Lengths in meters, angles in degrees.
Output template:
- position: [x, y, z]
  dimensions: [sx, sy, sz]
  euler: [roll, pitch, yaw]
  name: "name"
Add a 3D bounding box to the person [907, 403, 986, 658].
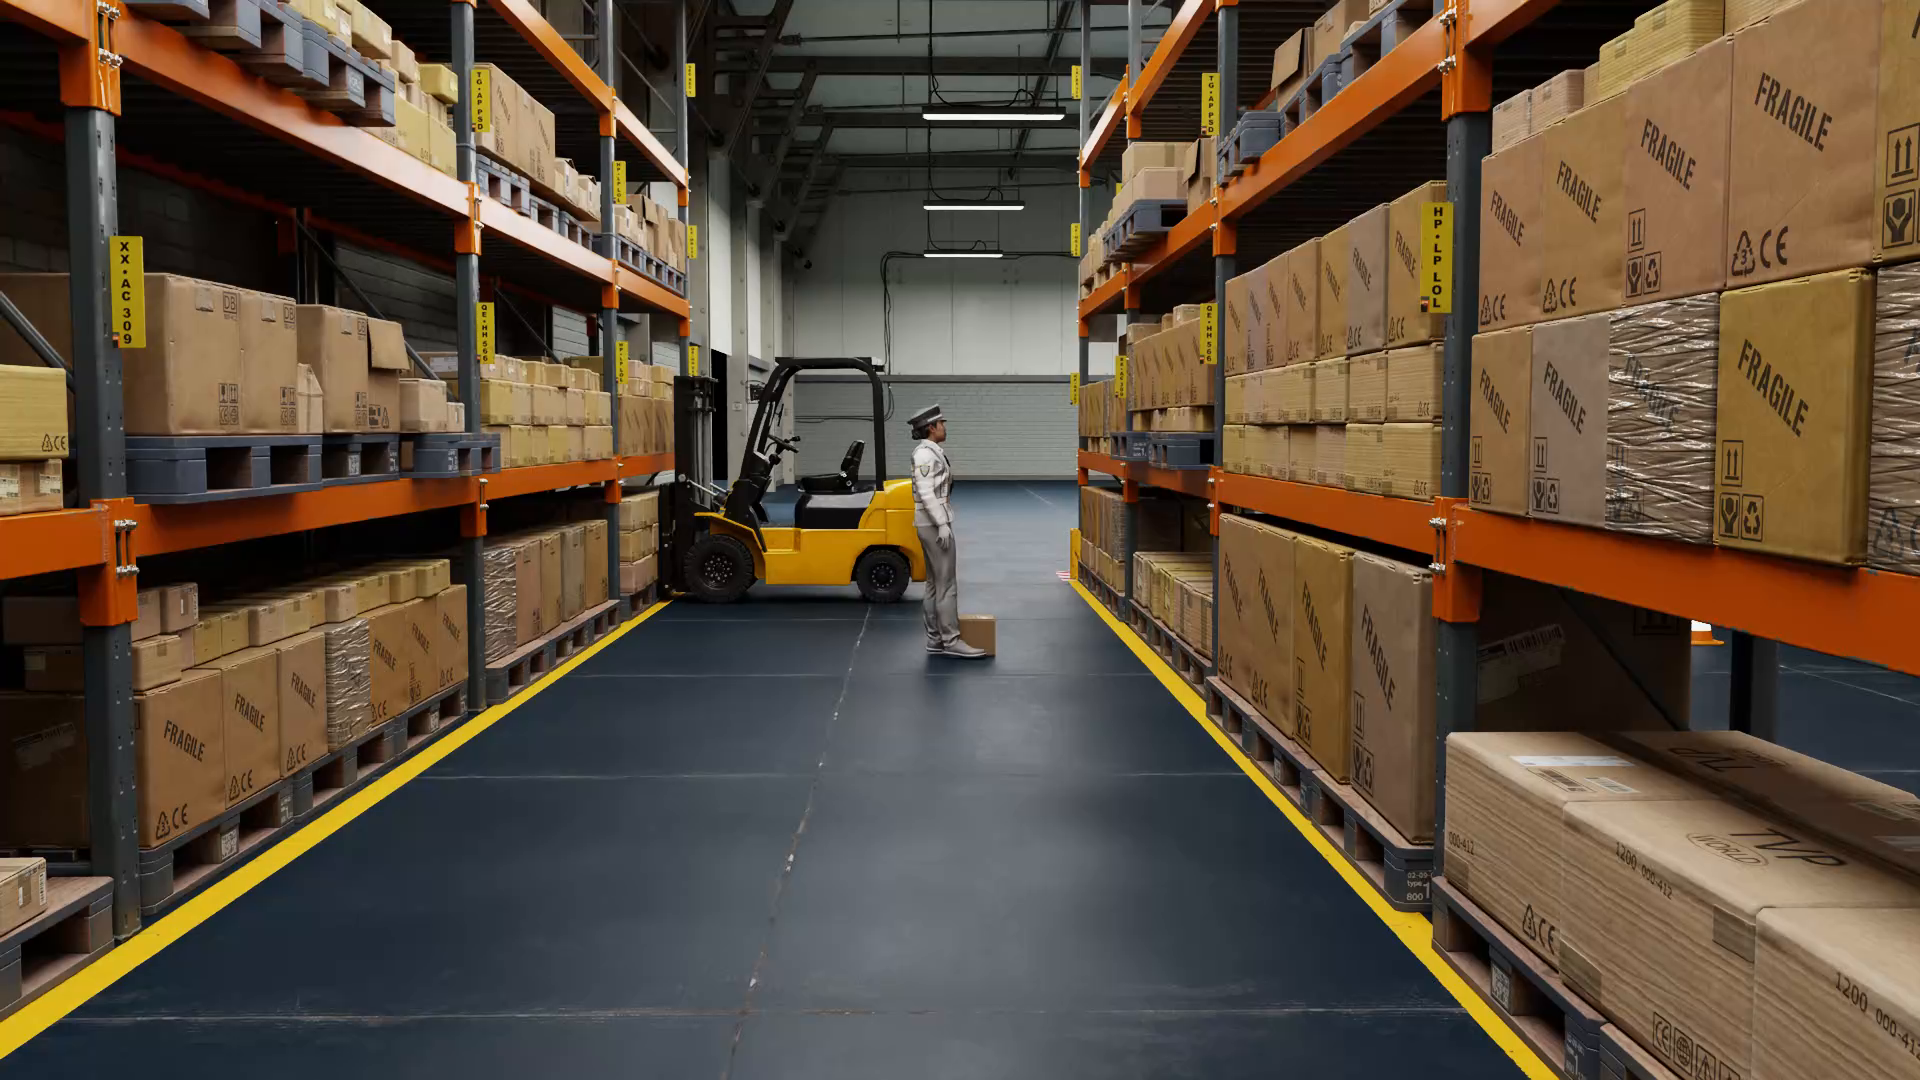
- position: [-0.096, -0.077, 11.261]
  dimensions: [0.529, 1.694, 0.587]
  euler: [0, 4, -1]
  name: "person"
